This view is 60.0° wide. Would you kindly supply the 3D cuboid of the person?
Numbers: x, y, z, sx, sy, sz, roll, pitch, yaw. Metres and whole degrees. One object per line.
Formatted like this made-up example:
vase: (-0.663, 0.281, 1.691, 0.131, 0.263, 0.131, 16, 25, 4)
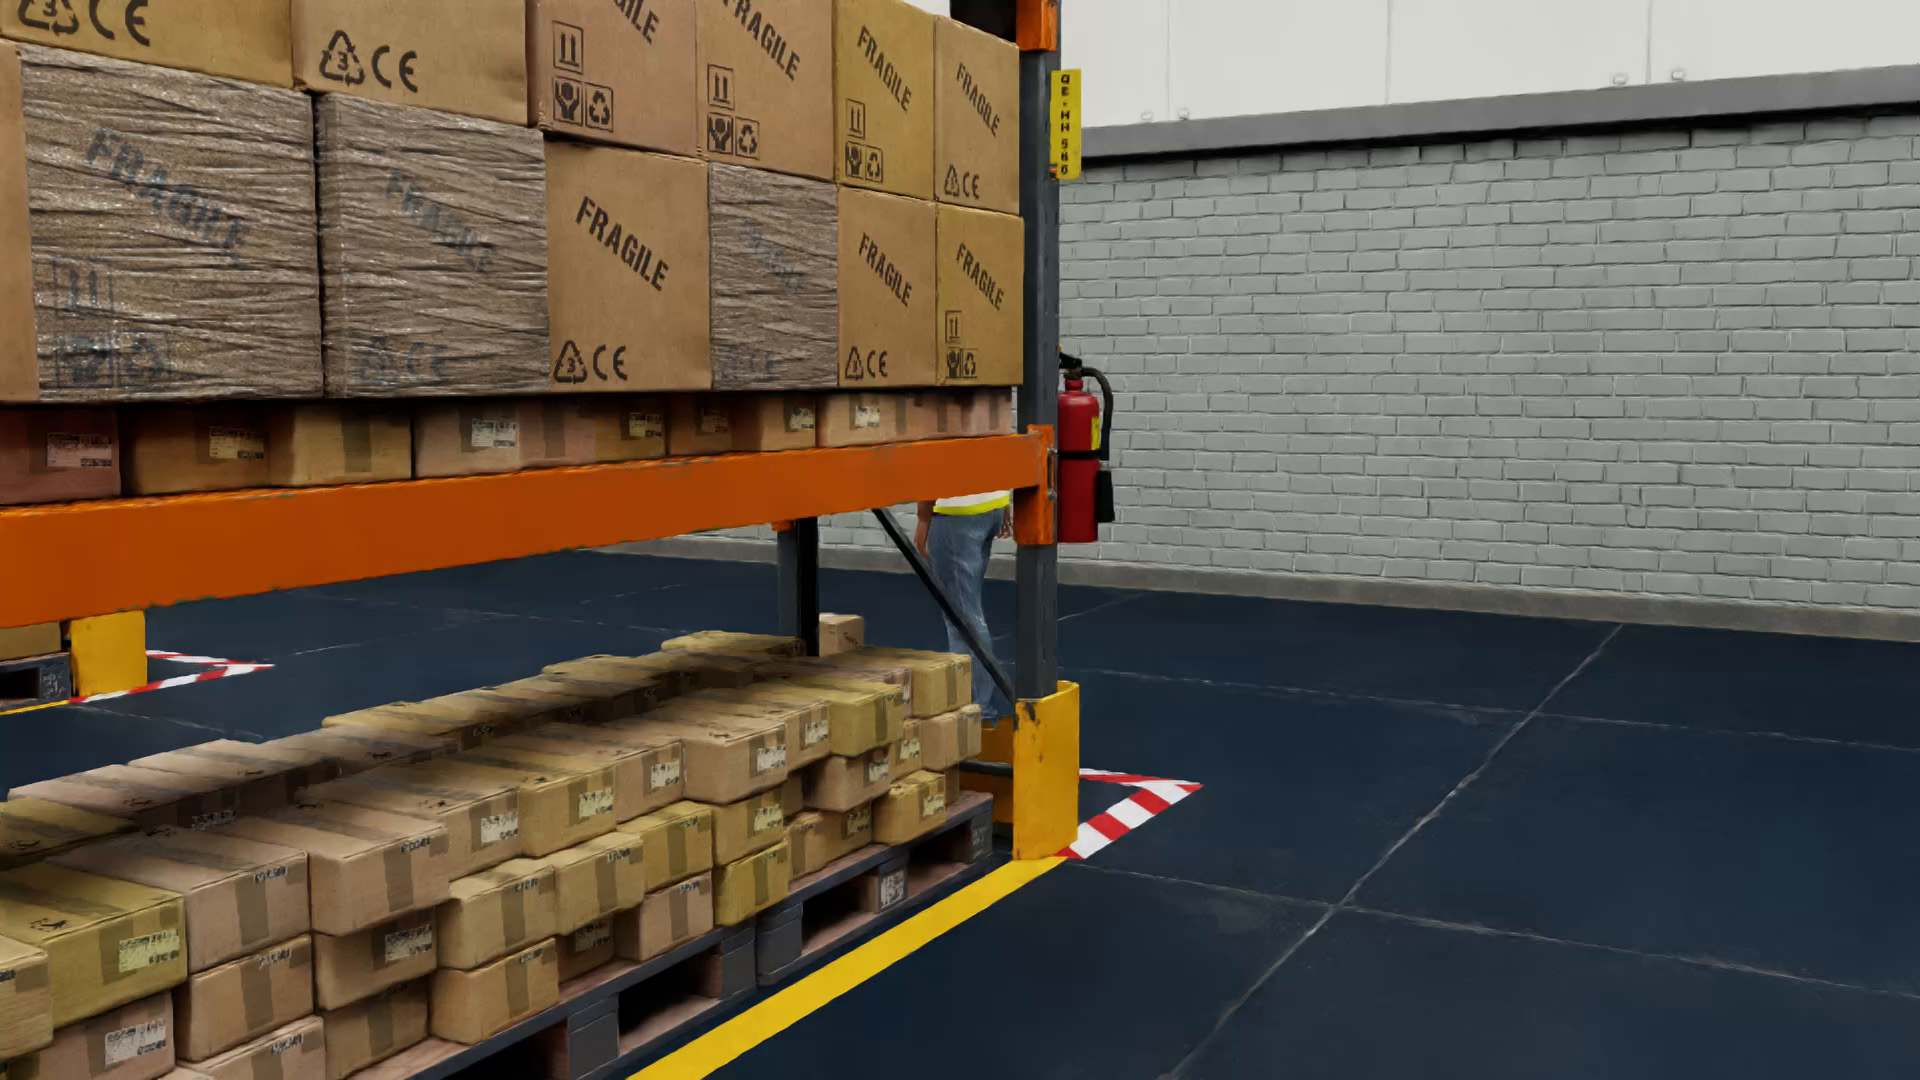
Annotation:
person: (-0.039, -0.111, 6.816, 0.528, 1.766, 0.764, 3, 6, 25)
